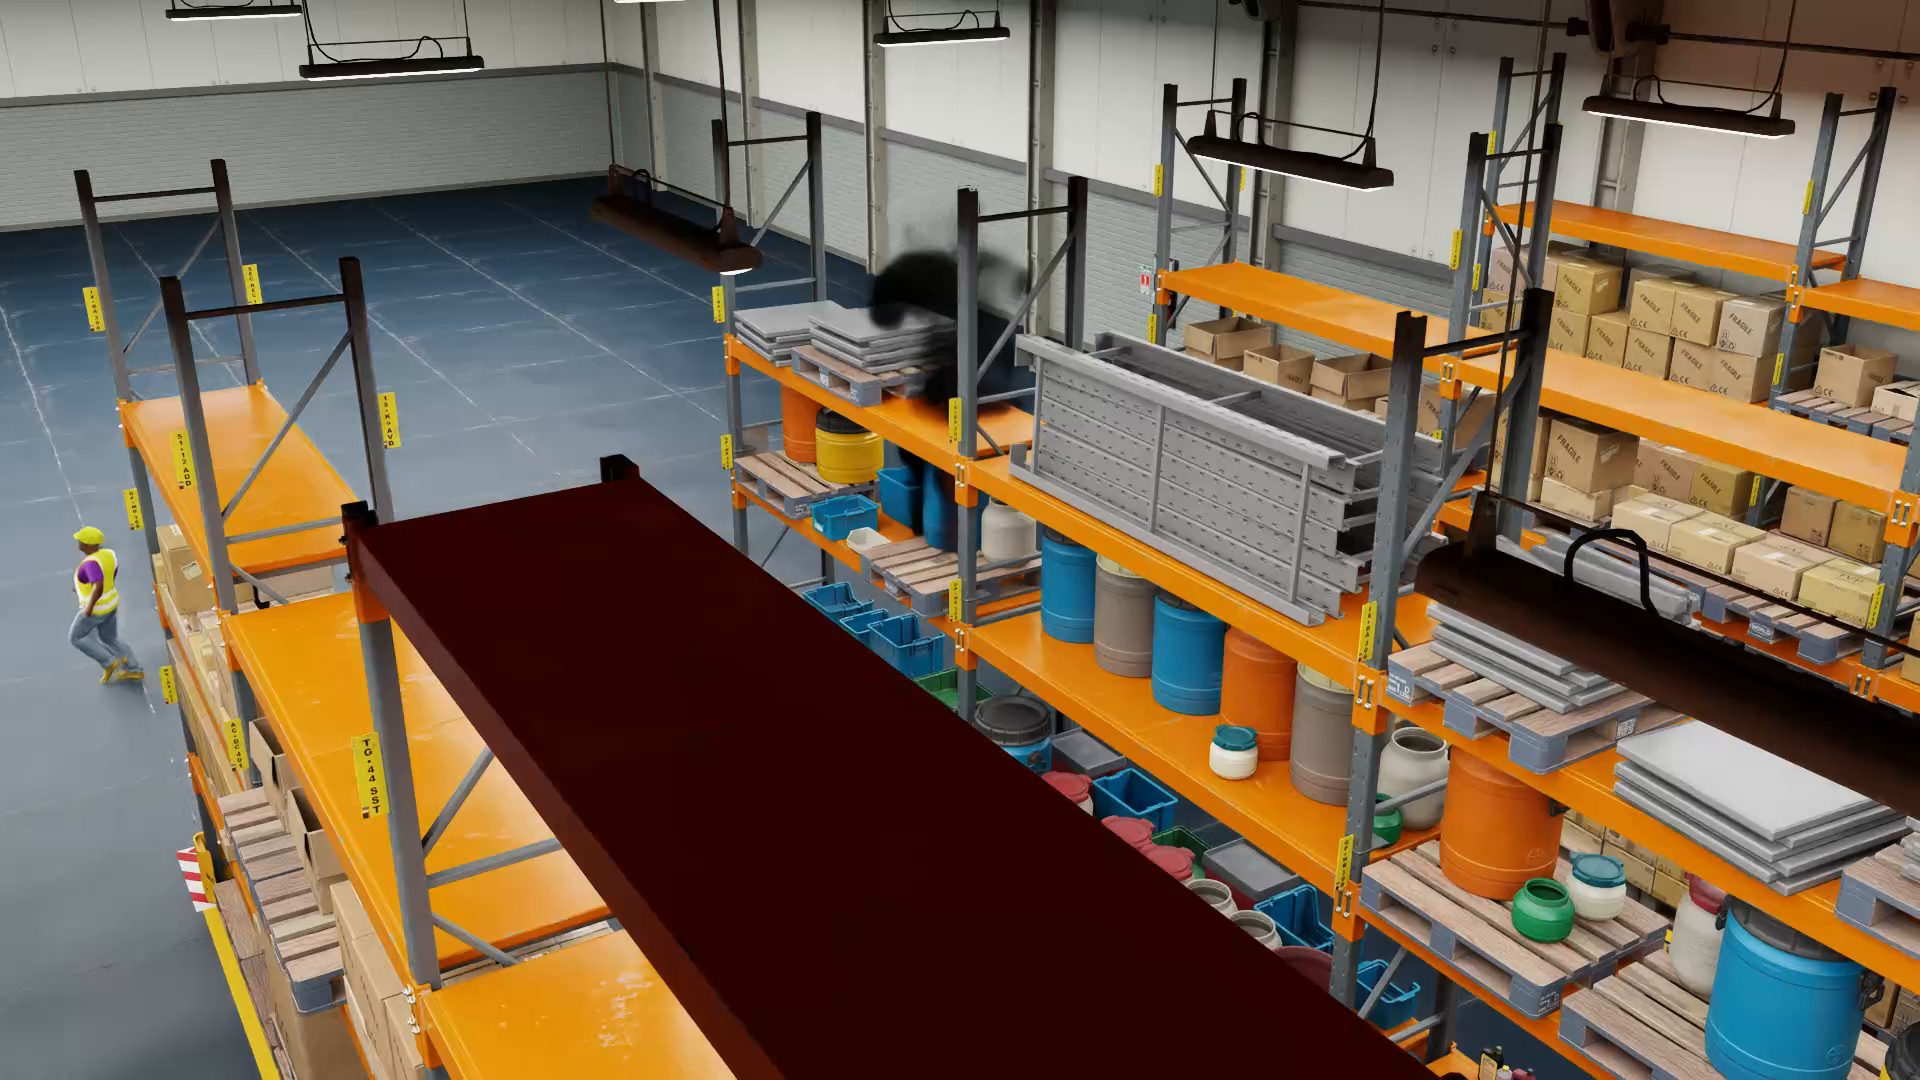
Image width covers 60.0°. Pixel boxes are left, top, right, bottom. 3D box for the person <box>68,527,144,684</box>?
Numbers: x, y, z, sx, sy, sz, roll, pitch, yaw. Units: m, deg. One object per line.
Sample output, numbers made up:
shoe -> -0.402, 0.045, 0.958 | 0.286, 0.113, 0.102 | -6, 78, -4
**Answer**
person -> -8.996, 0.695, 17.337 | 0.653, 1.737, 0.712 | 1, 22, 2
